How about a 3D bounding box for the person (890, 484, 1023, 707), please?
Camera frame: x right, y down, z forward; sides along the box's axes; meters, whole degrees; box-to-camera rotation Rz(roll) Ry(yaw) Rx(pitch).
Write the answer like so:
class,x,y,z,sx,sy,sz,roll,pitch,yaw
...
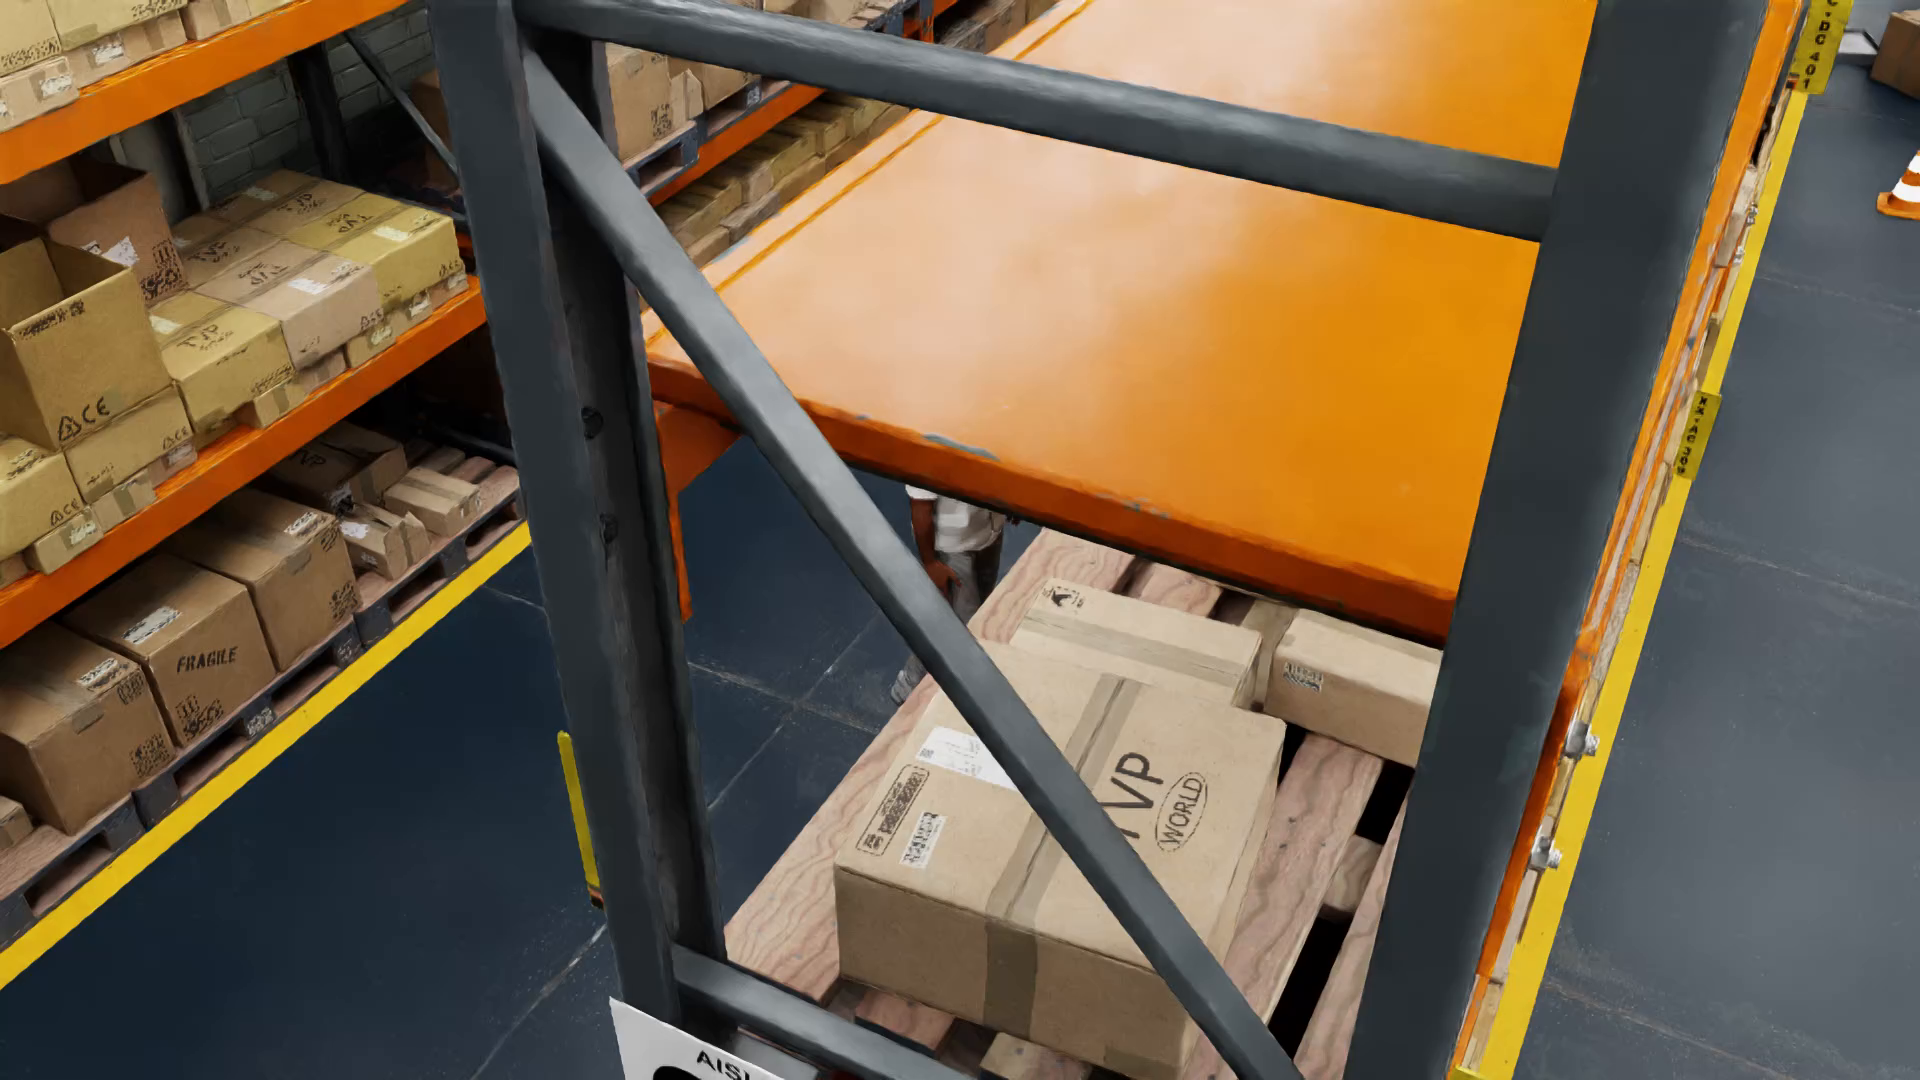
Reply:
class,x,y,z,sx,sy,sz,roll,pitch,yaw
person,0.016,-0.053,6.768,0.378,1.776,0.682,21,42,25
